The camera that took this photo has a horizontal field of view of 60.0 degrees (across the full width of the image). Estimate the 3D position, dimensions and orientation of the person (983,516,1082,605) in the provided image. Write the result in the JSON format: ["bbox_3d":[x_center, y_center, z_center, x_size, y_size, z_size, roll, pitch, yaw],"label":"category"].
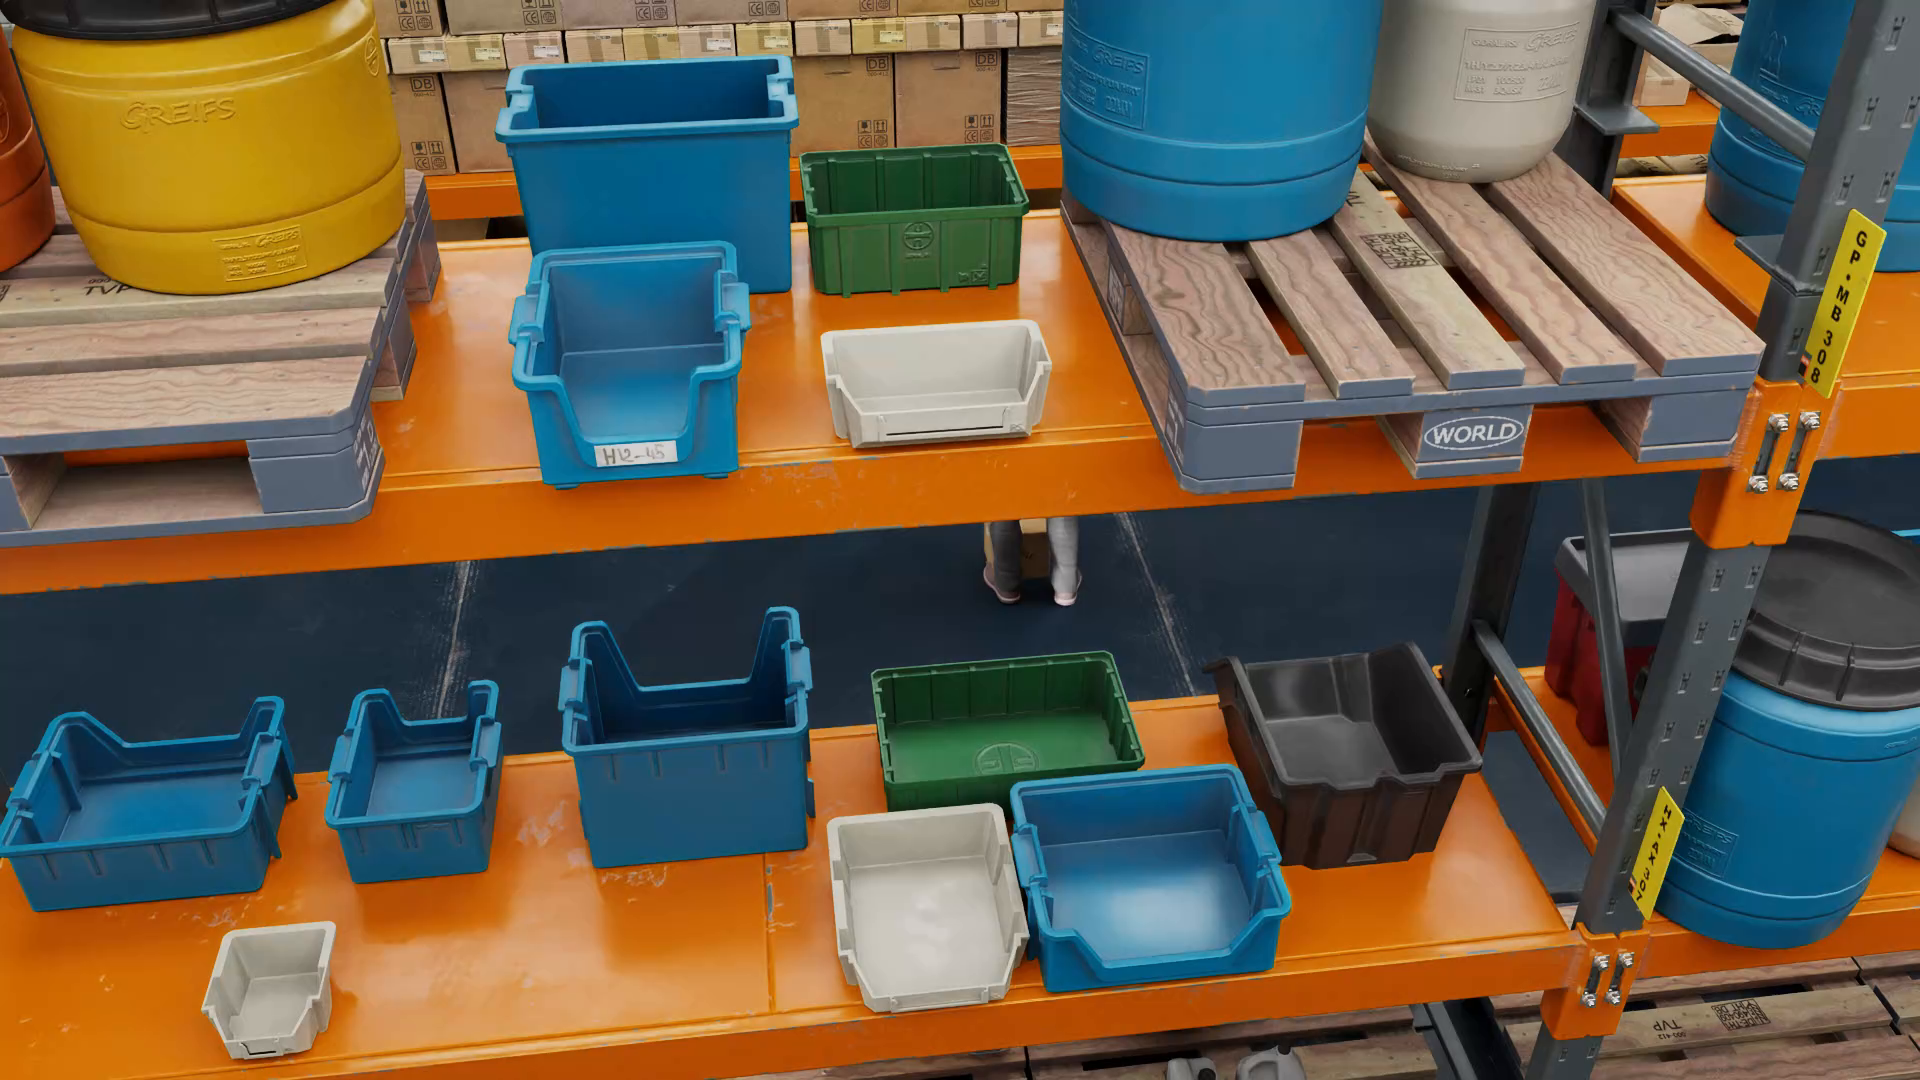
[{"bbox_3d":[0.288,-0.452,6.796,0.523,1.653,0.402,-6,35,-9],"label":"person"}]
